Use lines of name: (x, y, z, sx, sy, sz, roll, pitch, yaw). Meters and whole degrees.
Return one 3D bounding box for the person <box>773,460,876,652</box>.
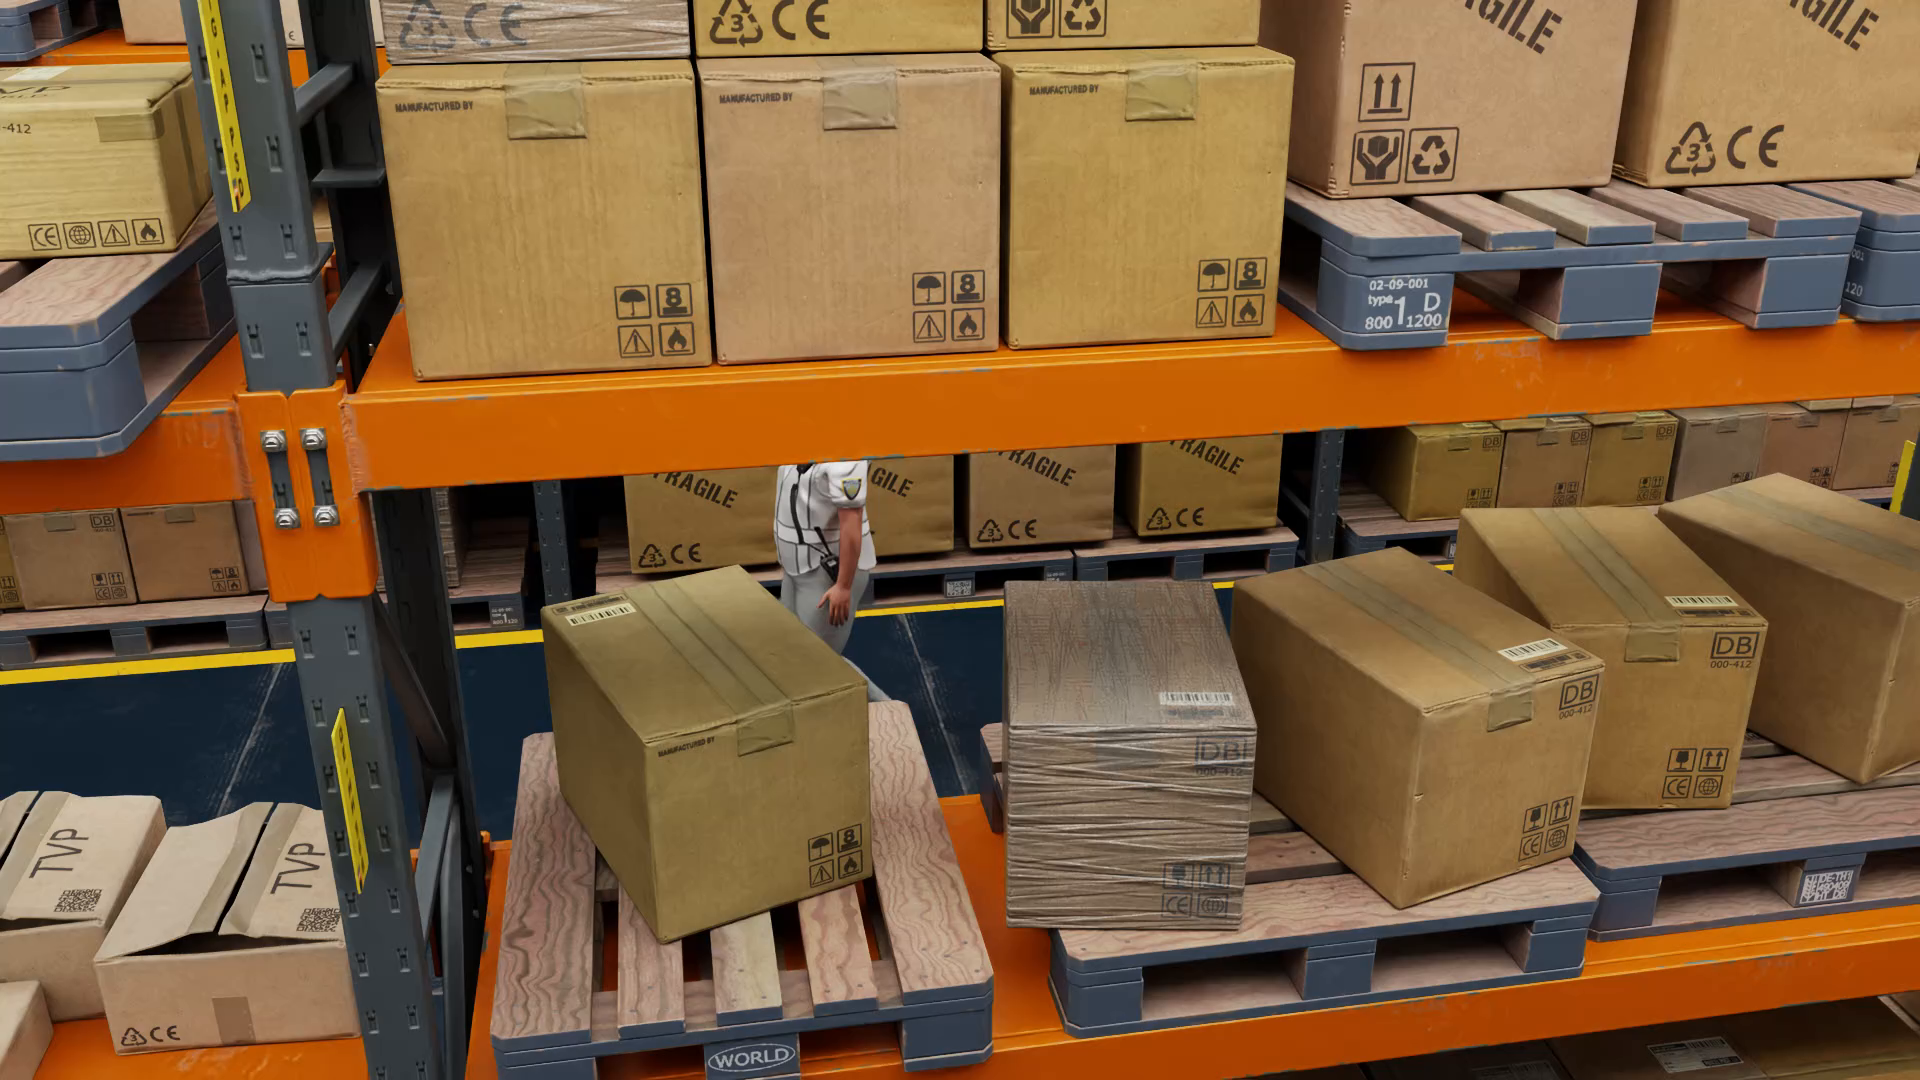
person: (-0.618, 0.128, 6.797, 0.522, 1.779, 0.592, -7, 24, -15)
